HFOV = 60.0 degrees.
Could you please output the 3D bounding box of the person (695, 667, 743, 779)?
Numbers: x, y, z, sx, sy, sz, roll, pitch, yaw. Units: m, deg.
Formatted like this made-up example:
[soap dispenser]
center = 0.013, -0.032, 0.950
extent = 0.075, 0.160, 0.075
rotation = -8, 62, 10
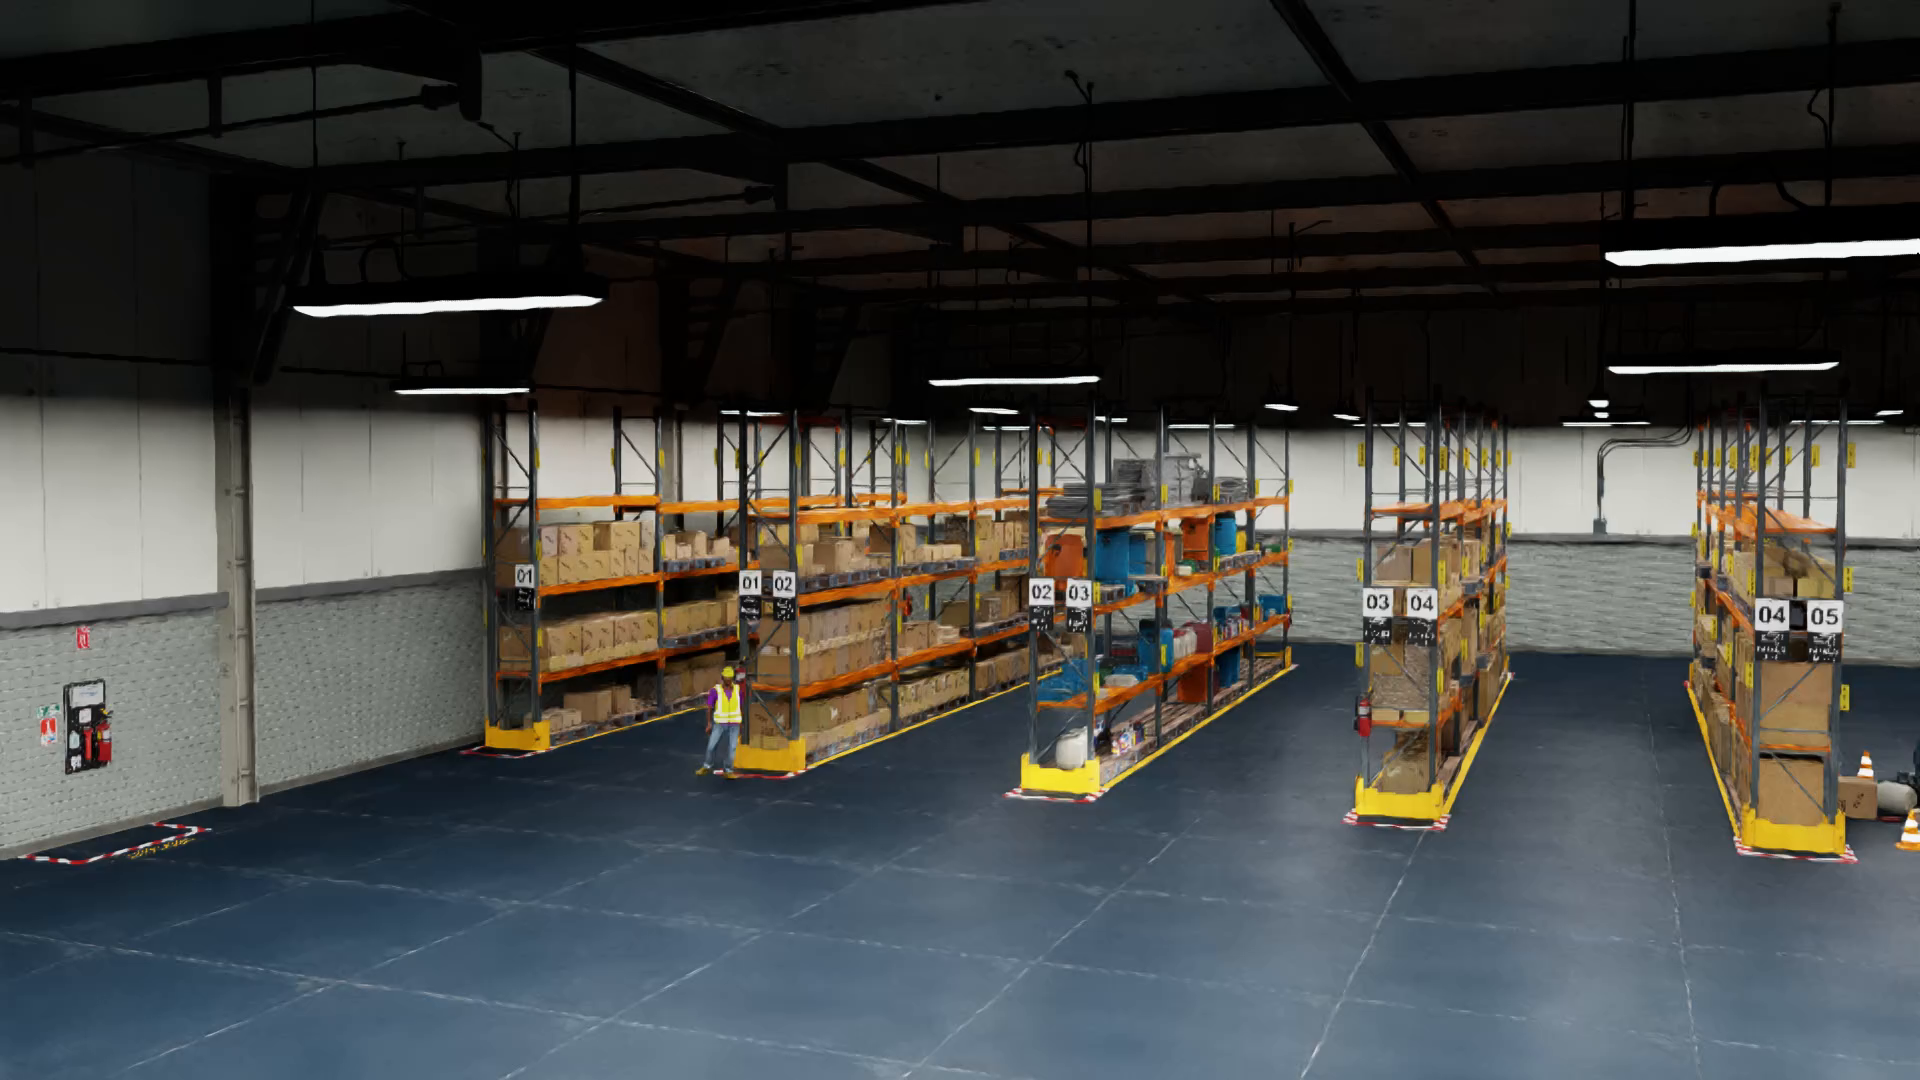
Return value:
[person]
center = -3.742, 2.843, 25.920
extent = 0.746, 1.759, 0.529
rotation = -1, 3, -19
